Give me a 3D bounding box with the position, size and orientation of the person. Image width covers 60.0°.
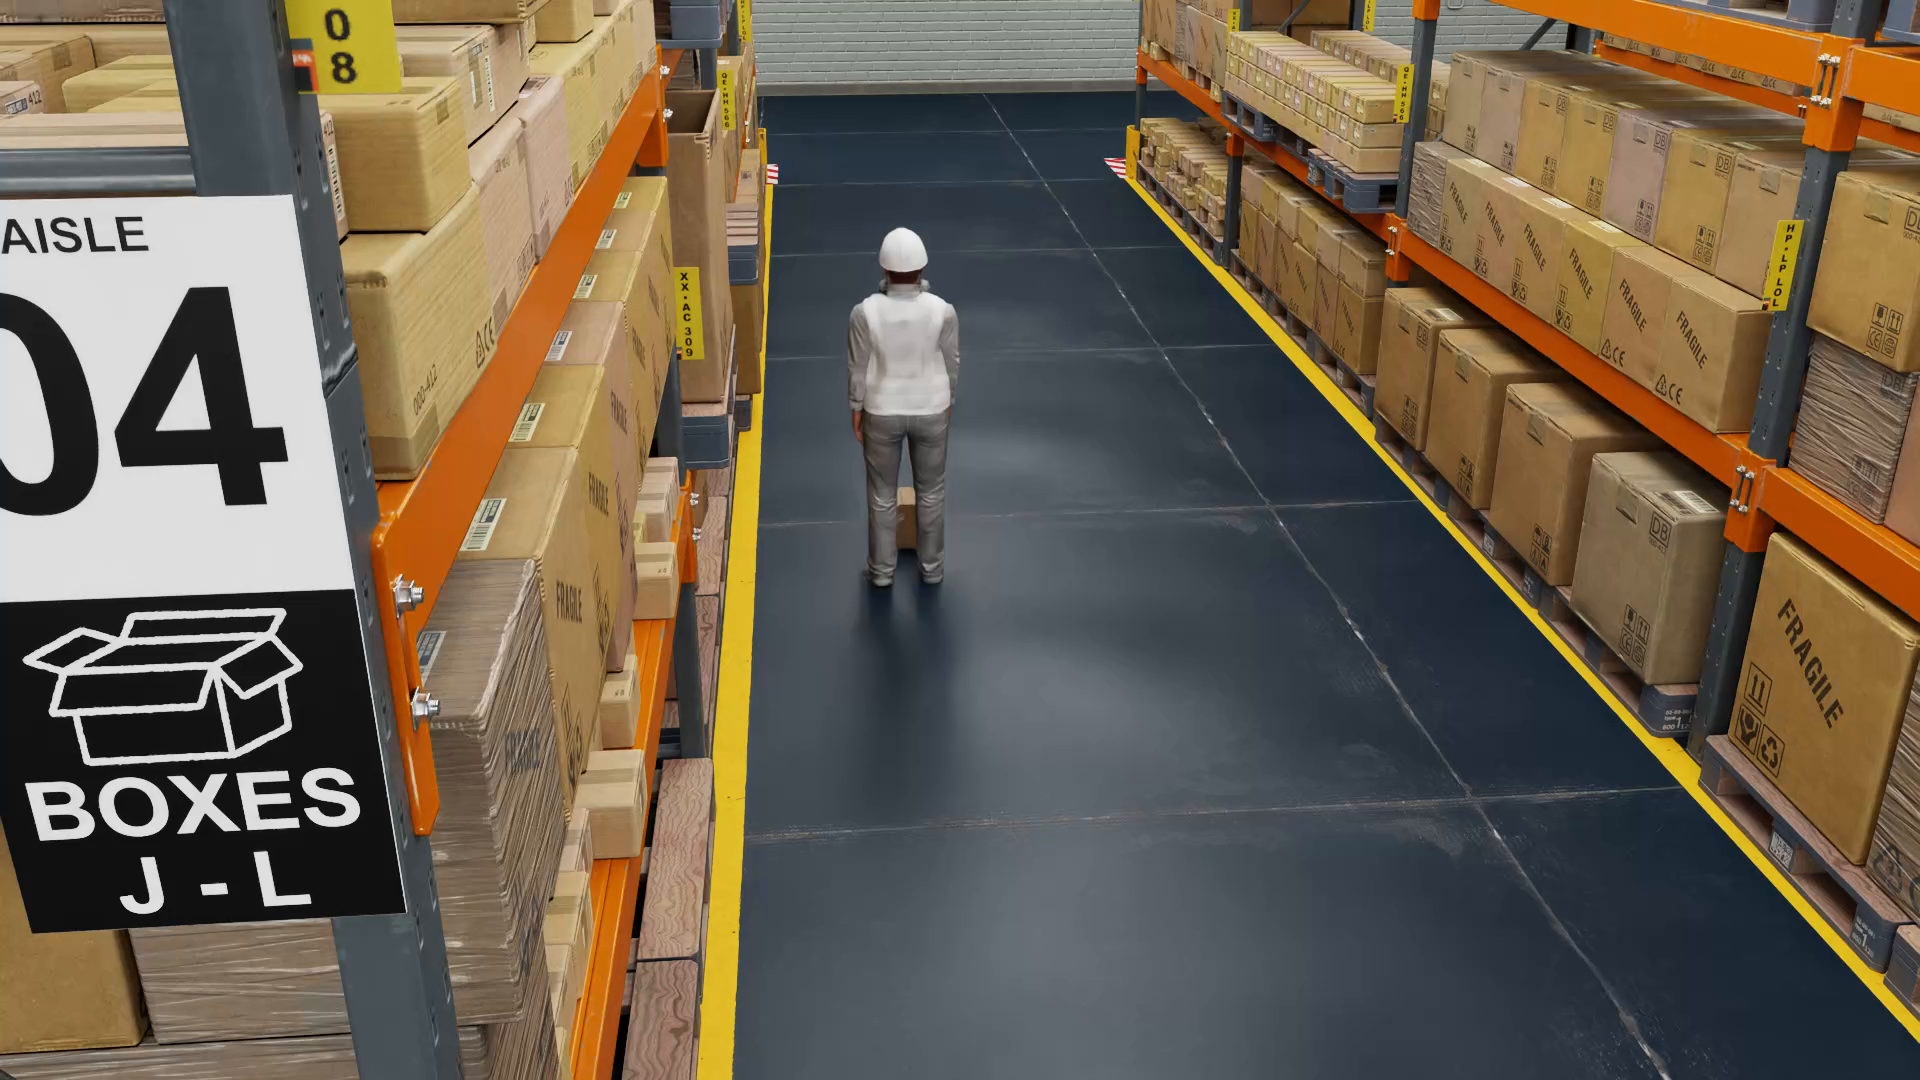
[{"bbox_3d":[-0.271,-0.618,8.011,0.540,1.801,0.378,-2,24,-4],"label":"person"}]
